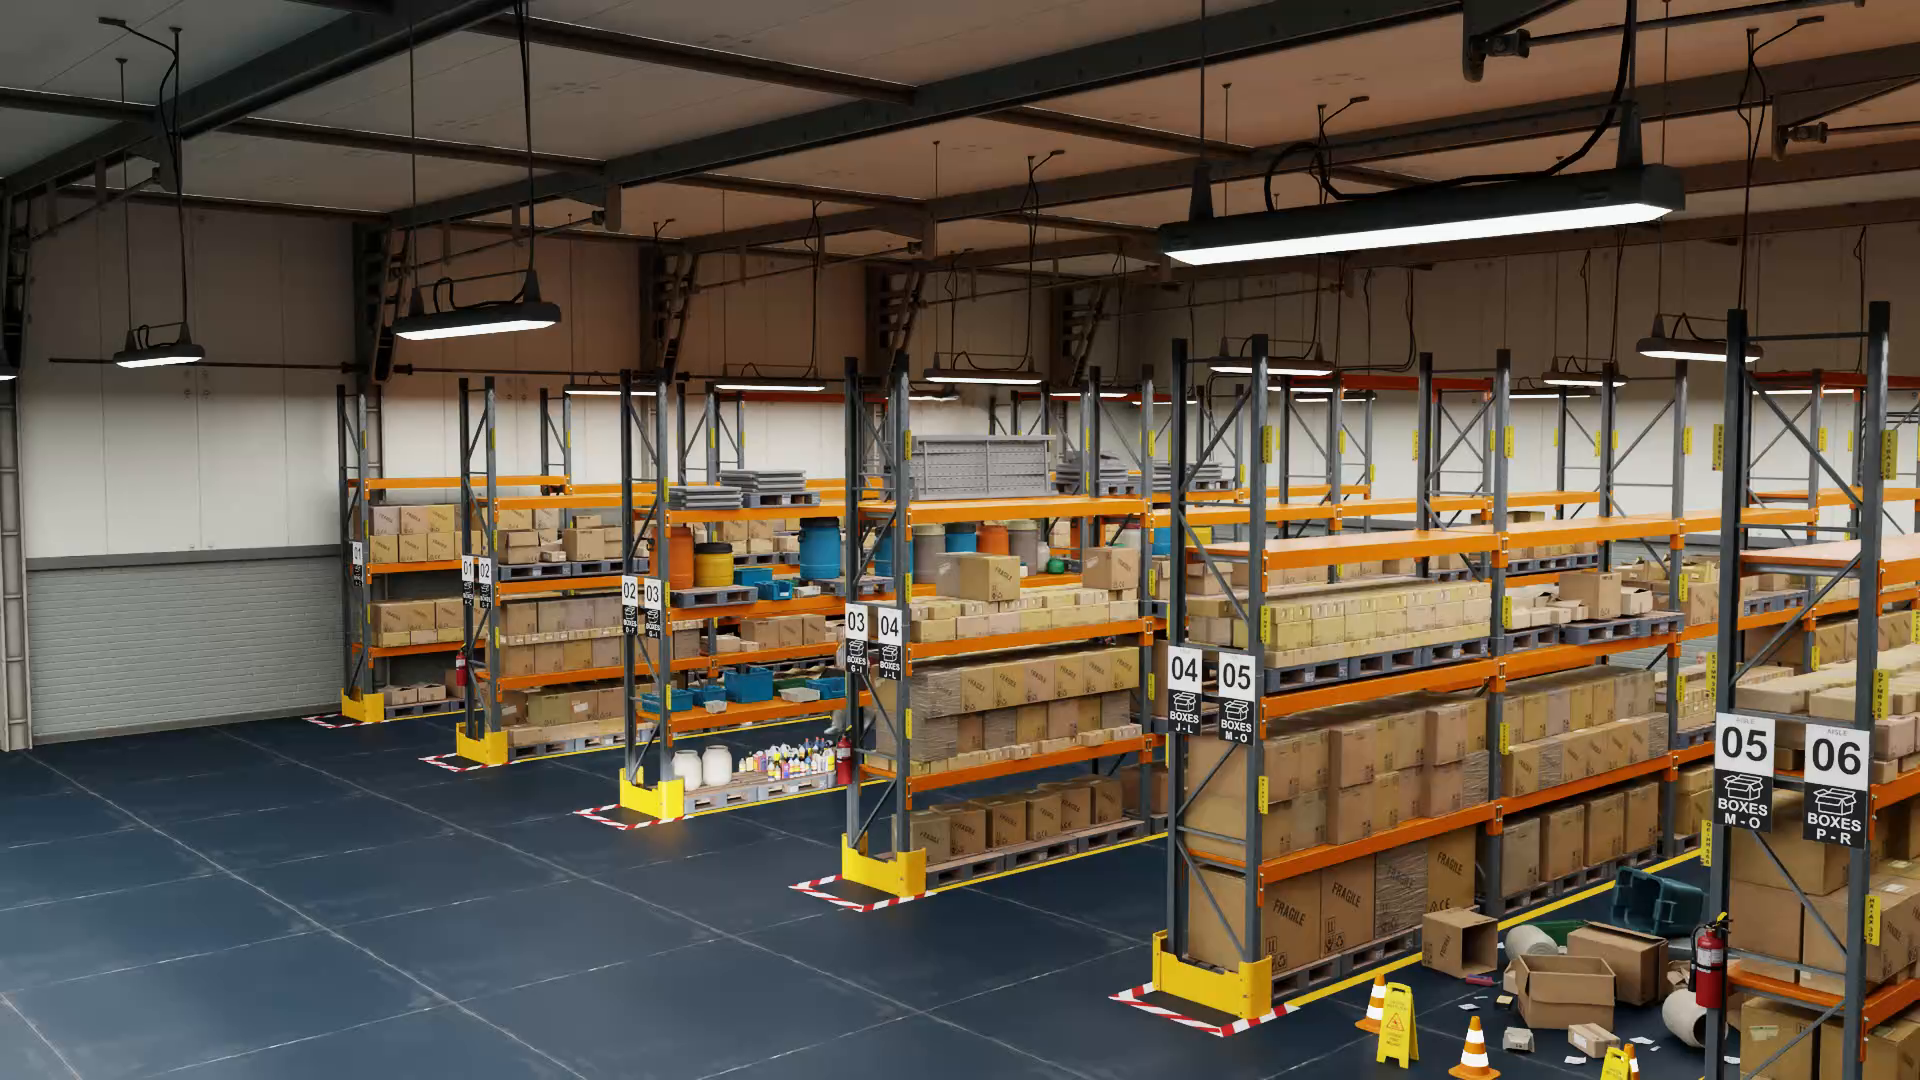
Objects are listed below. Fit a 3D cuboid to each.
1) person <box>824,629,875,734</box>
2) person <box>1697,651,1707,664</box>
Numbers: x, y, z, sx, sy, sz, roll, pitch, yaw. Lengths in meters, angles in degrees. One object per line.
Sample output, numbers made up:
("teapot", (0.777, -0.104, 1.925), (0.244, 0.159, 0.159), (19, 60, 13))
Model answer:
("person", (-1.865, 2.385, 28.279), (1.002, 1.774, 0.713), (-3, 5, -42))
("person", (11.477, 2.602, 25.555), (0.957, 1.800, 0.732), (-3, 5, -34))
